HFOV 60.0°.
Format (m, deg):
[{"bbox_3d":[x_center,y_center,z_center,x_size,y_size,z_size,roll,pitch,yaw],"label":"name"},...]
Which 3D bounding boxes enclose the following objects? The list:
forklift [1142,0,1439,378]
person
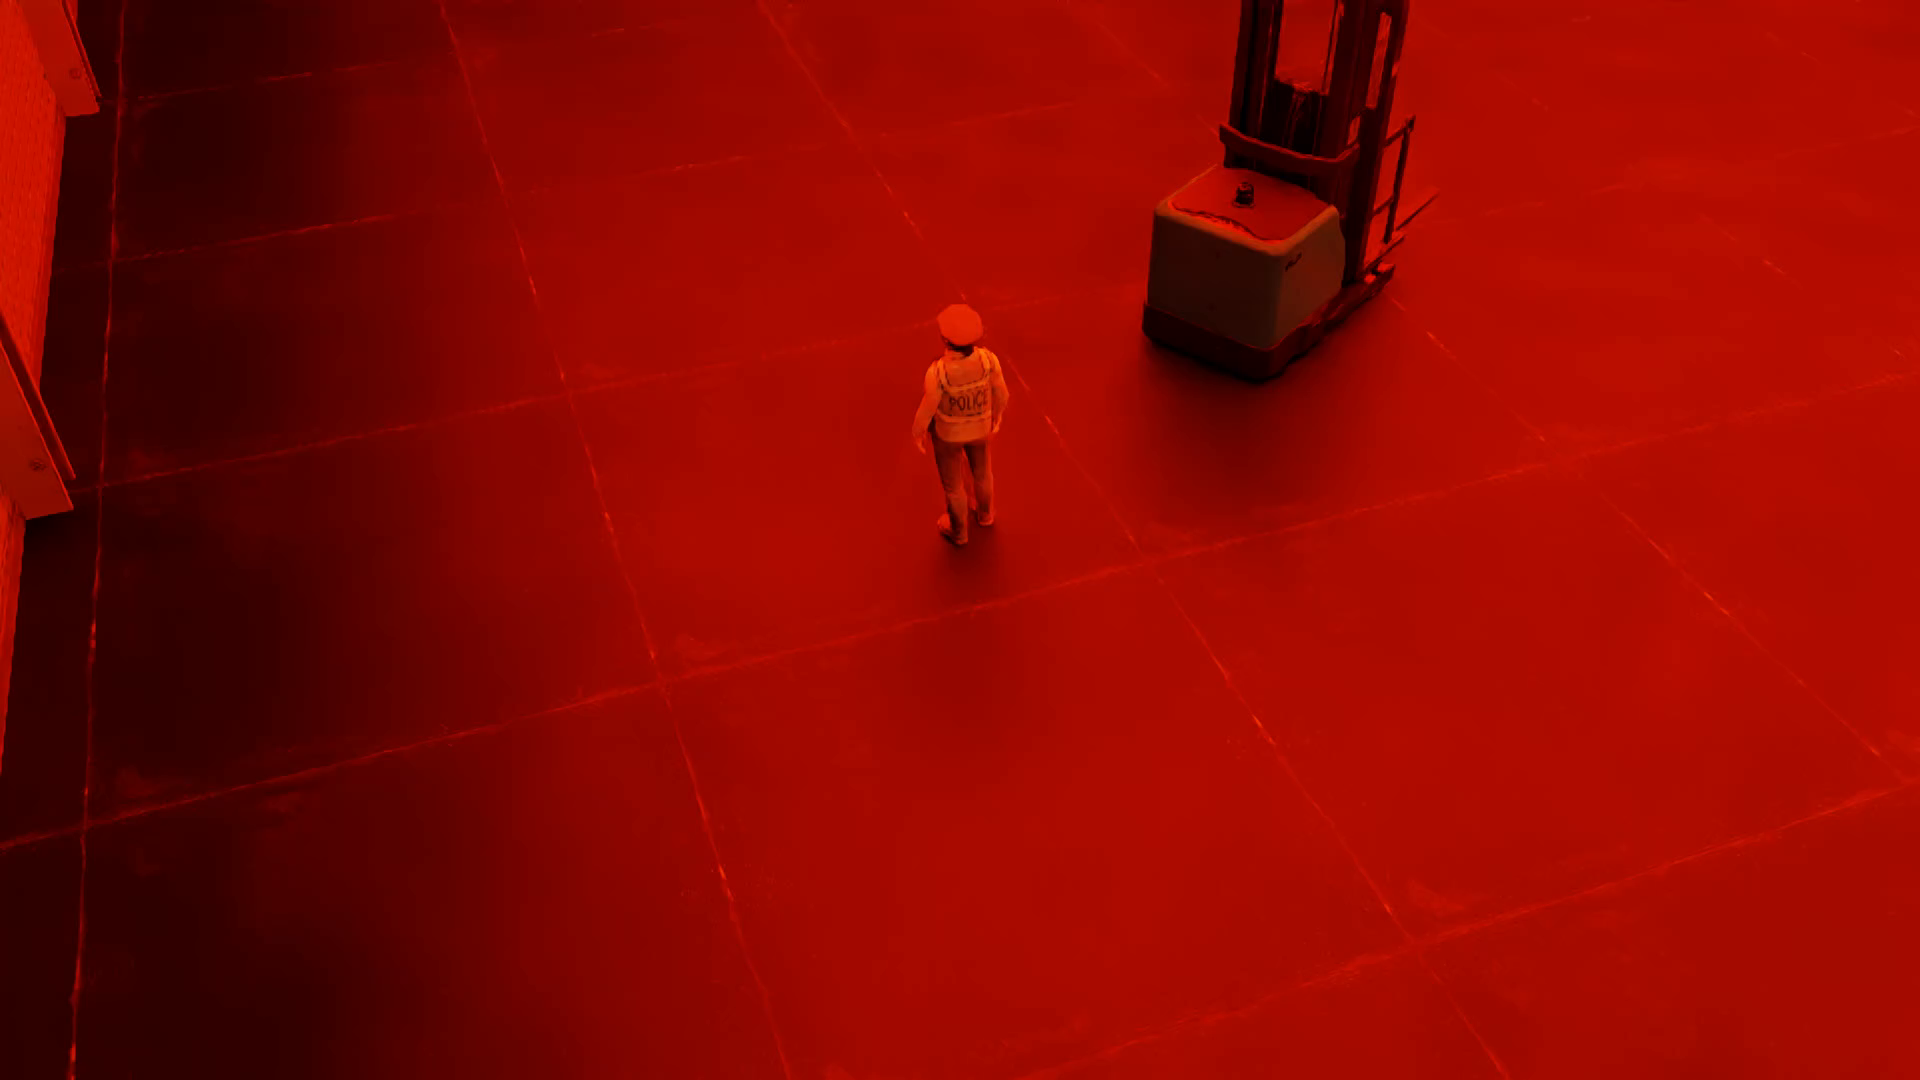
[{"bbox_3d":[2.622,-3.128,11.721,1.130,2.935,3.031,27,47,29],"label":"forklift"},{"bbox_3d":[-0.017,-0.696,9.777,0.586,1.692,0.532,-13,42,-15],"label":"person"}]
